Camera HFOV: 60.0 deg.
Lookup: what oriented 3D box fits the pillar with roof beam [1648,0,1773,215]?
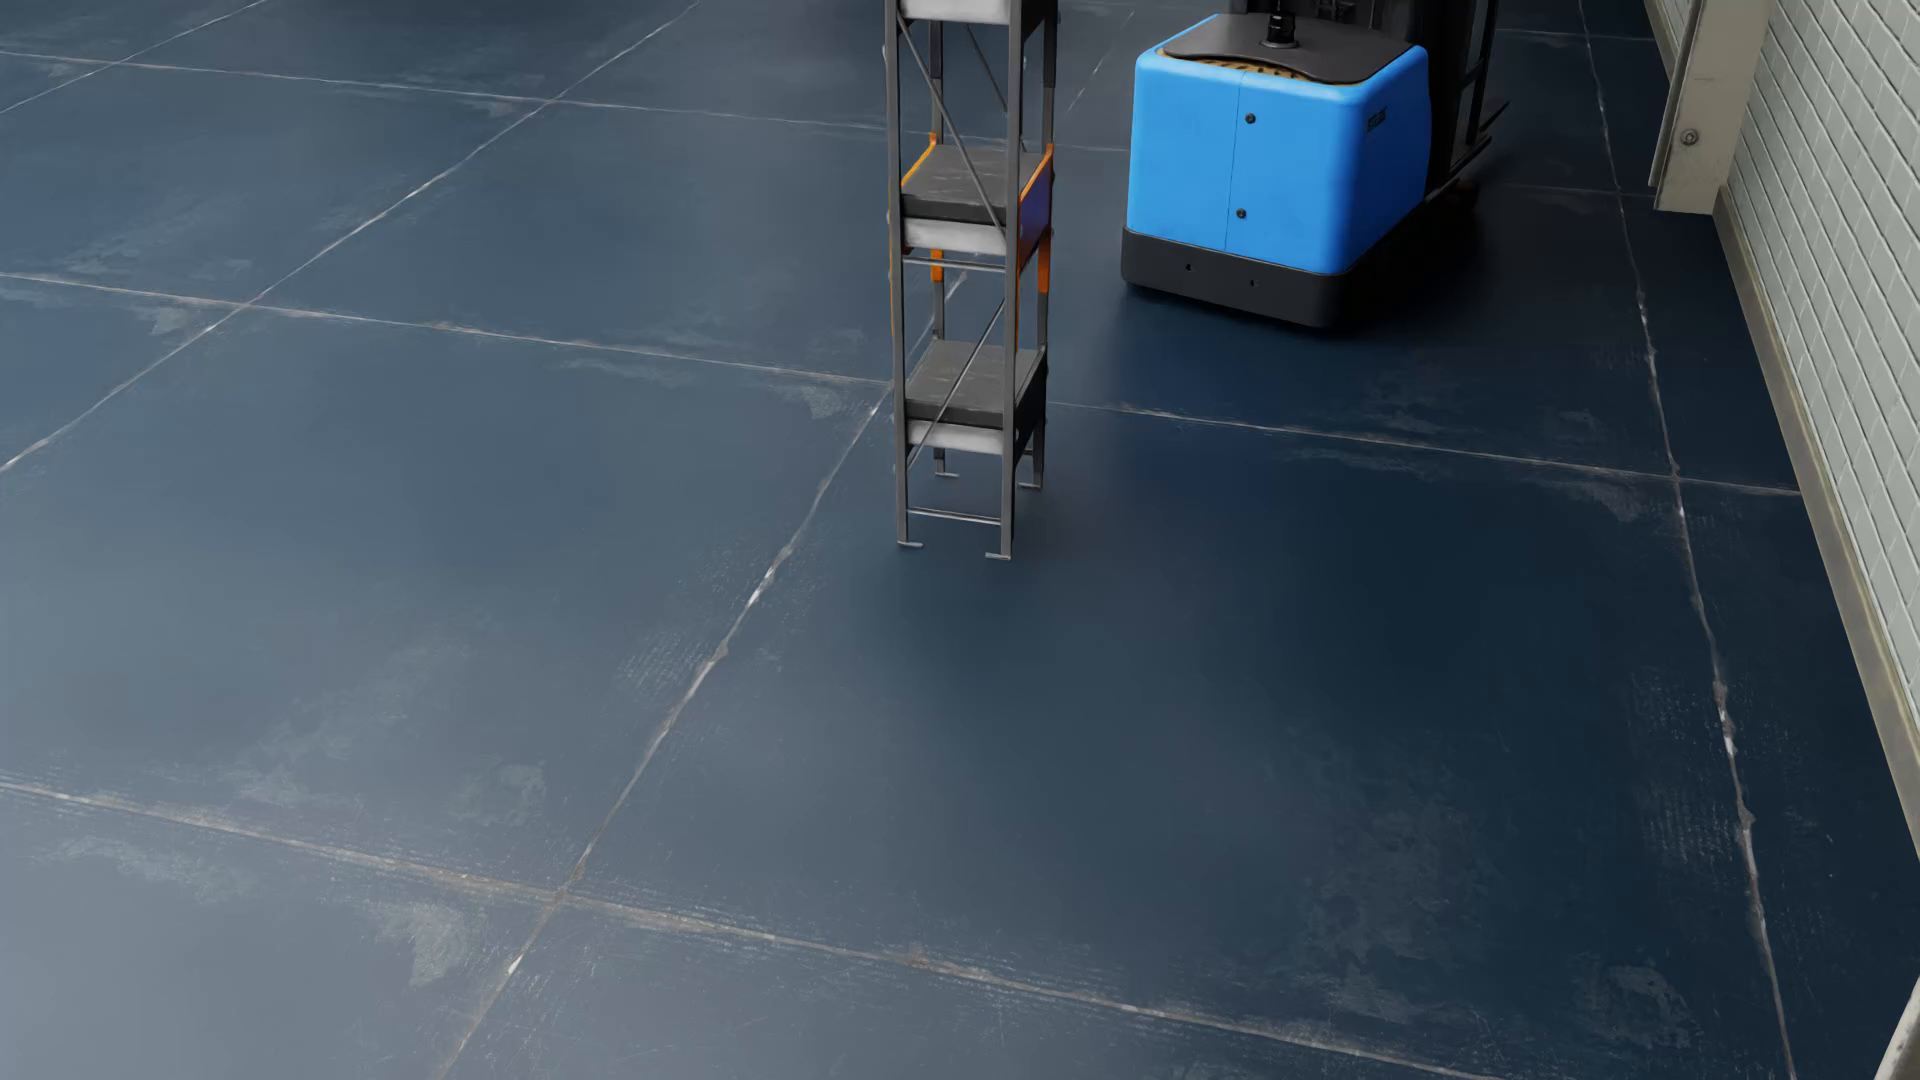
[{"bbox_3d":[-0.471,-6.127,7.000,9.100,9.000,0.400,8,33,12],"label":"pillar with roof beam"}]

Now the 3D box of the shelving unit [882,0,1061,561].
[{"bbox_3d":[0.042,-0.972,5.322,0.431,2.100,0.503,8,33,12],"label":"shelving unit"}]

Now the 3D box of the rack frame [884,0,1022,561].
[{"bbox_3d":[-0.020,-0.845,5.123,0.400,2.100,0.015,8,33,12],"label":"rack frame"}]

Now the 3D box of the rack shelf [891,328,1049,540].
[{"bbox_3d":[0.042,-0.370,5.705,0.431,0.518,0.480,8,33,12],"label":"rack shelf"}]

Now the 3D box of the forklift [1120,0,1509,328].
[{"bbox_3d":[1.932,-2.886,7.558,1.130,2.935,3.031,19,37,27],"label":"forklift"}]

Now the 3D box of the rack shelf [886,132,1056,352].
[{"bbox_3d":[0.042,-0.960,5.329,0.431,0.518,0.480,8,33,12],"label":"rack shelf"}]

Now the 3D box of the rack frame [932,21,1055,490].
[{"bbox_3d":[0.104,-1.099,5.521,0.400,2.100,0.015,8,33,12],"label":"rack frame"}]

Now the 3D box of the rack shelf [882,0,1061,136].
[{"bbox_3d":[0.042,-1.551,4.954,0.431,0.518,0.480,8,33,12],"label":"rack shelf"}]
